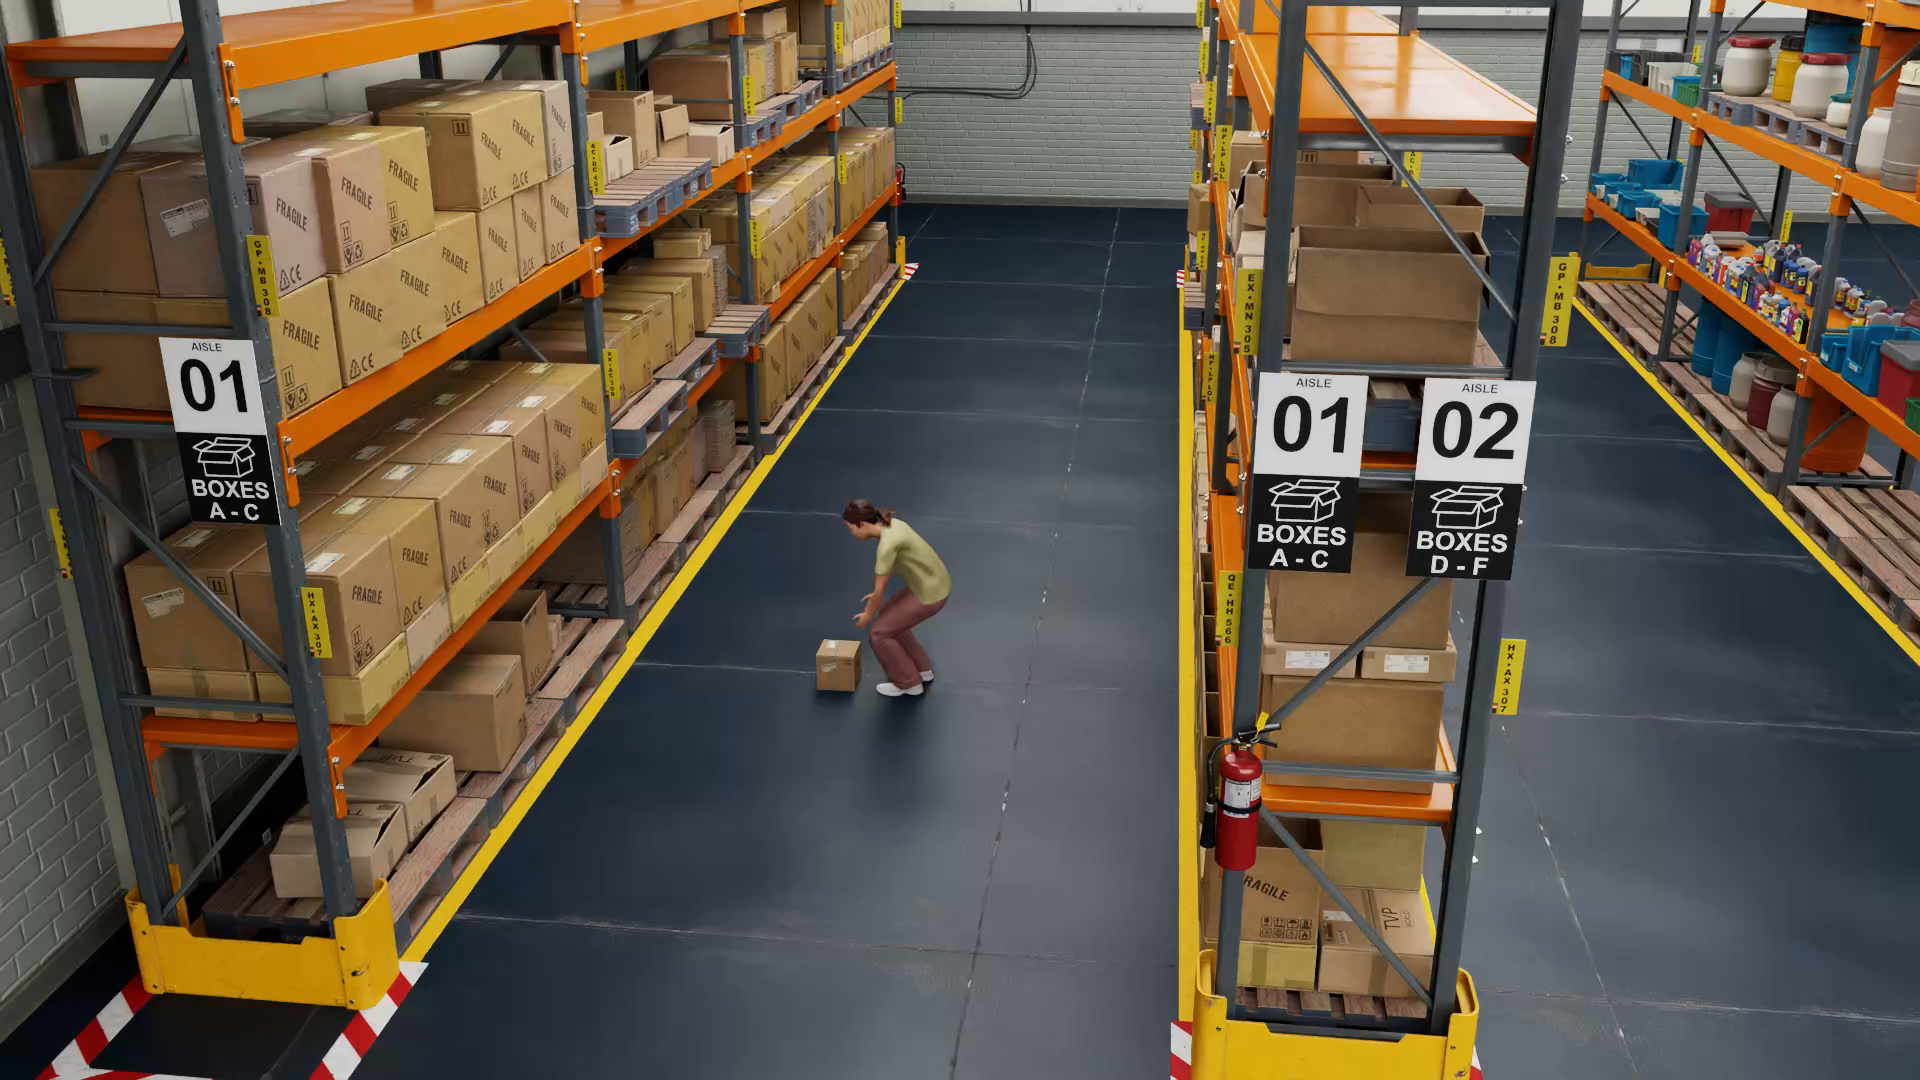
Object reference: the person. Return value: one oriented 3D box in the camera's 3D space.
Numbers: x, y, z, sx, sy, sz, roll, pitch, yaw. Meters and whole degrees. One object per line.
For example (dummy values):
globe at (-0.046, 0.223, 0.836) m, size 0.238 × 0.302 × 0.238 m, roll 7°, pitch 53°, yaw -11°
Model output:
person at (-0.400, 0.363, 10.670) m, size 0.683 × 1.304 × 0.511 m, roll 3°, pitch 21°, yaw 6°
